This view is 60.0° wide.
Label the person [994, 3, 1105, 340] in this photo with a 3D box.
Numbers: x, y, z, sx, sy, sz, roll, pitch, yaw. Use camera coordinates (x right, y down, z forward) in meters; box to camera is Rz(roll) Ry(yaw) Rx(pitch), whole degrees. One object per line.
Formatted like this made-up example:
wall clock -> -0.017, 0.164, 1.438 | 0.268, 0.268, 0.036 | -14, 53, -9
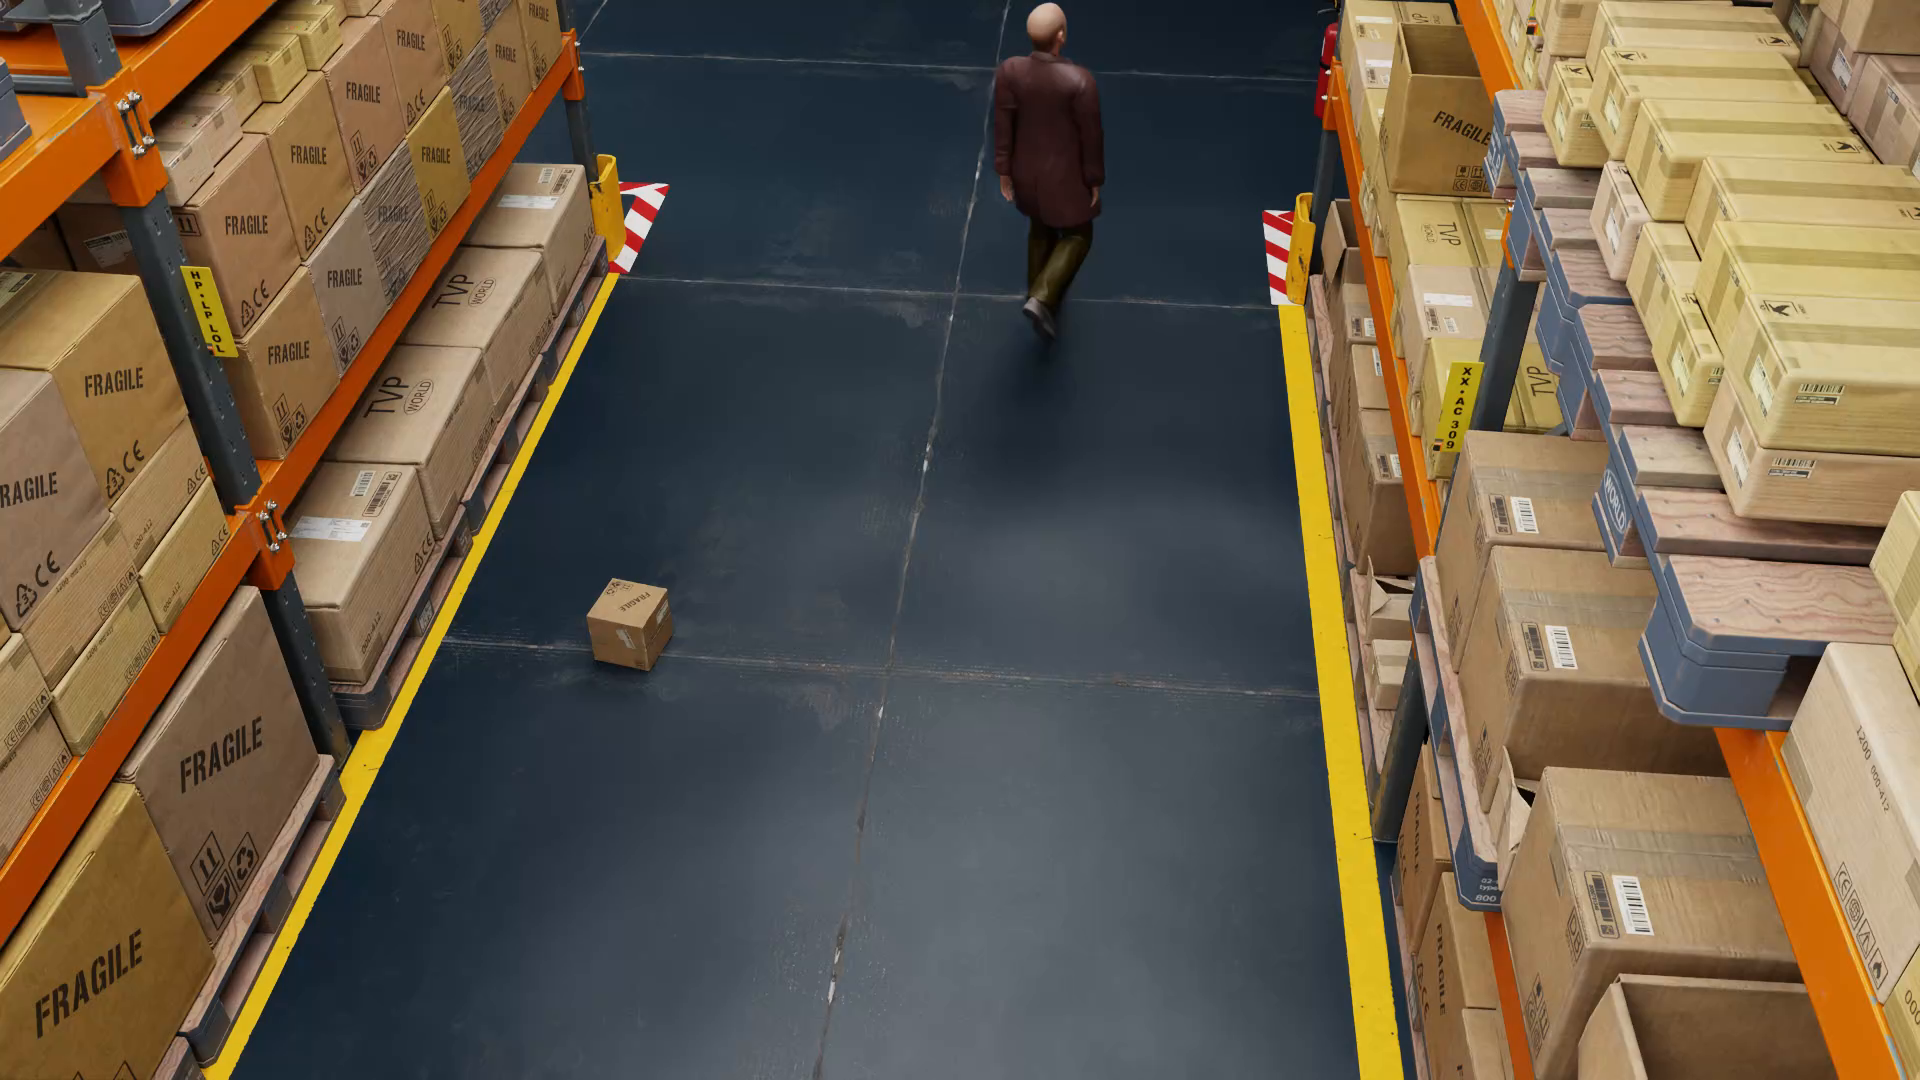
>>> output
person -> 0.445, -1.835, 8.369 | 0.576, 1.757, 0.790 | 19, 43, 21
